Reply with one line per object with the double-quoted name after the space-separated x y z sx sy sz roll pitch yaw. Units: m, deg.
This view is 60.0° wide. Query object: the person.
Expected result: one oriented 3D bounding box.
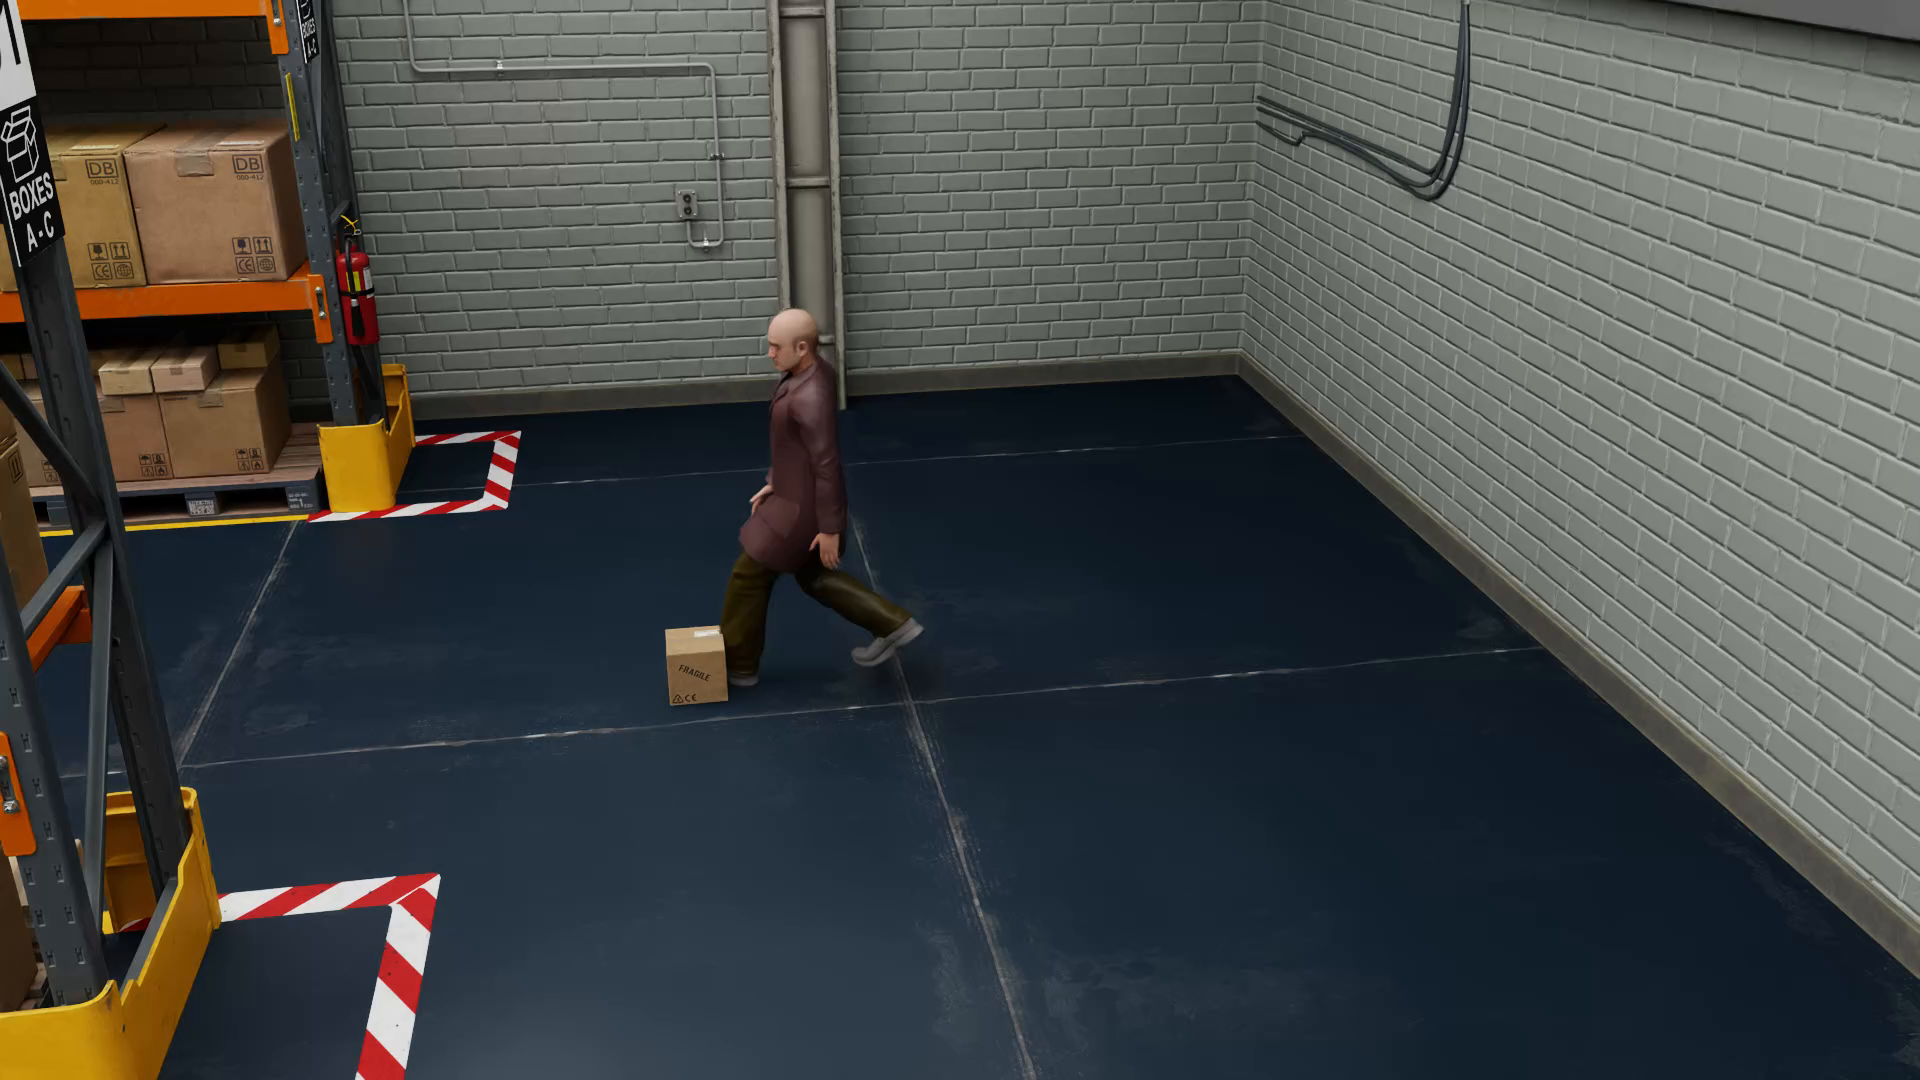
-0.706 -0.160 7.077 1.104 1.704 0.557 3 23 6 "person"
